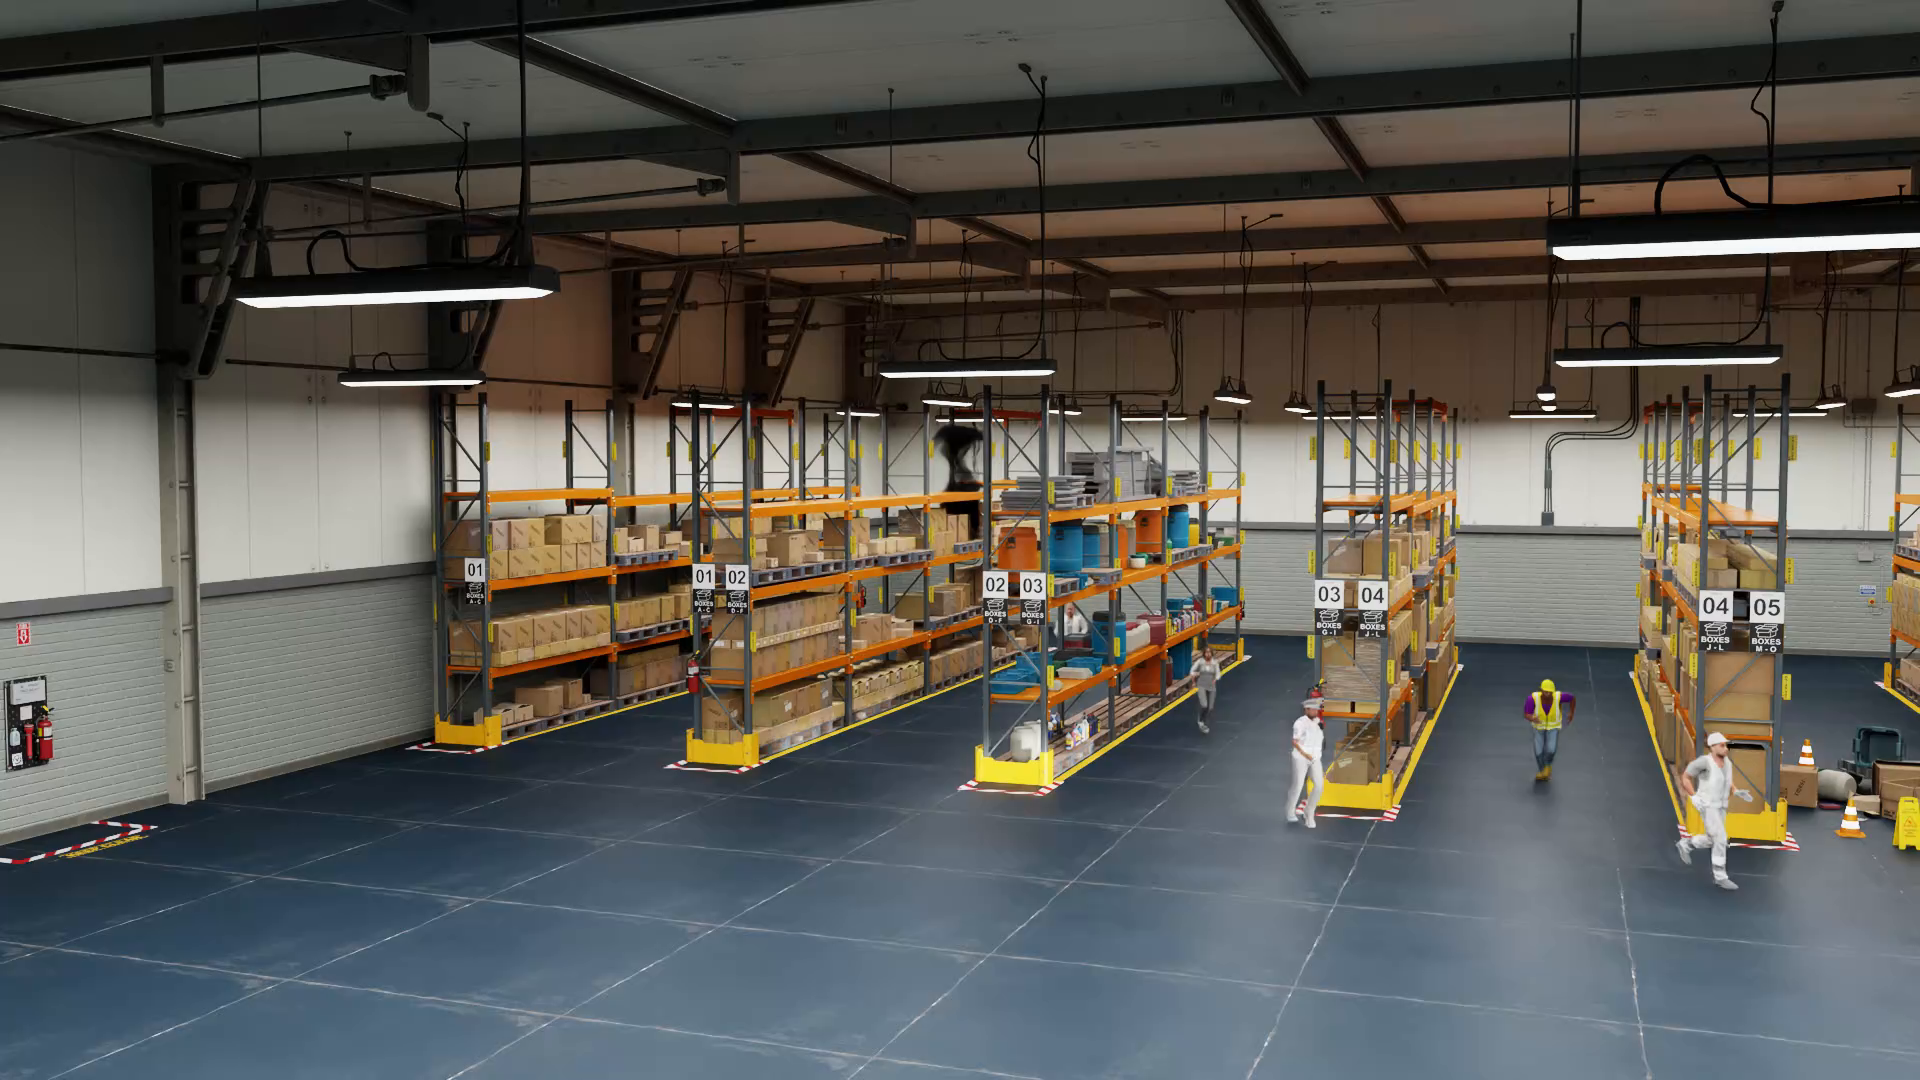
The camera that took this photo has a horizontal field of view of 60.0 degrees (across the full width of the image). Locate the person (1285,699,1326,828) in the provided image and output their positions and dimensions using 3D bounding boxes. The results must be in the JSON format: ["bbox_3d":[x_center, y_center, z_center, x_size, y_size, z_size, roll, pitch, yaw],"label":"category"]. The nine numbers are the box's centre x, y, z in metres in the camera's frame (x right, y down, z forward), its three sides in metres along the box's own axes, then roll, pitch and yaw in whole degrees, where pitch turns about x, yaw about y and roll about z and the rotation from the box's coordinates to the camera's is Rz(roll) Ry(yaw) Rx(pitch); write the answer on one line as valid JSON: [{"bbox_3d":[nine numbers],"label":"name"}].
[{"bbox_3d":[4.663,2.992,22.180,0.524,1.758,0.677,-1,3,-21],"label":"person"}]

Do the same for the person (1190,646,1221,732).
[{"bbox_3d":[4.349,2.643,29.365,0.510,1.554,0.689,0,3,-2],"label":"person"}]

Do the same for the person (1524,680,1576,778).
[{"bbox_3d":[8.893,2.864,25.088,0.738,1.580,0.891,1,3,18],"label":"person"}]

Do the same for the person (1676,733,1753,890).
[{"bbox_3d":[8.669,3.095,19.317,0.633,1.764,0.910,-2,3,-26],"label":"person"}]

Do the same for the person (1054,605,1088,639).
[{"bbox_3d":[2.348,2.250,35.338,0.712,1.764,0.918,0,3,8],"label":"person"}]
